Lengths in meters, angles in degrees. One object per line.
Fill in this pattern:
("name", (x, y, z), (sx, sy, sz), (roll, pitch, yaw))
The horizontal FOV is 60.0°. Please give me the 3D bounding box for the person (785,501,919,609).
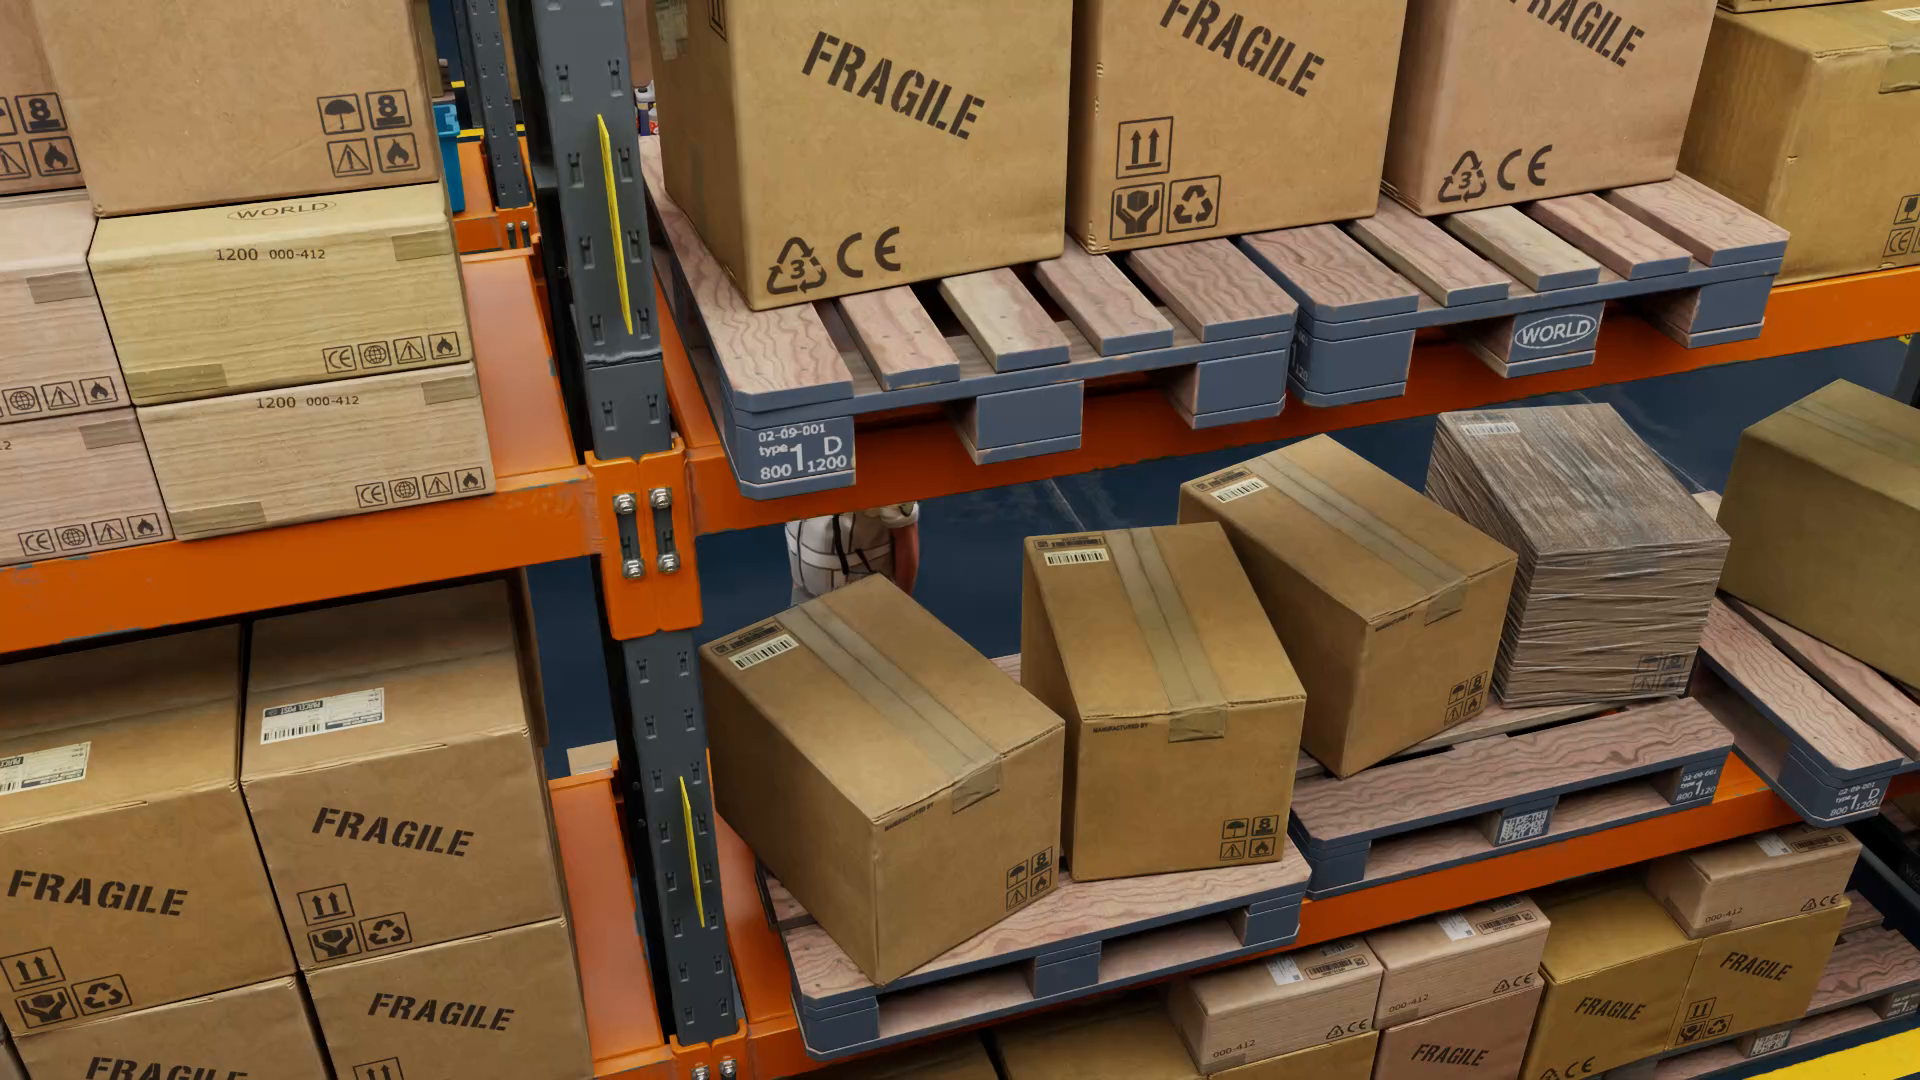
("person", (-0.369, 0.120, 5.949), (0.722, 1.742, 0.547), (-23, 40, -31))
